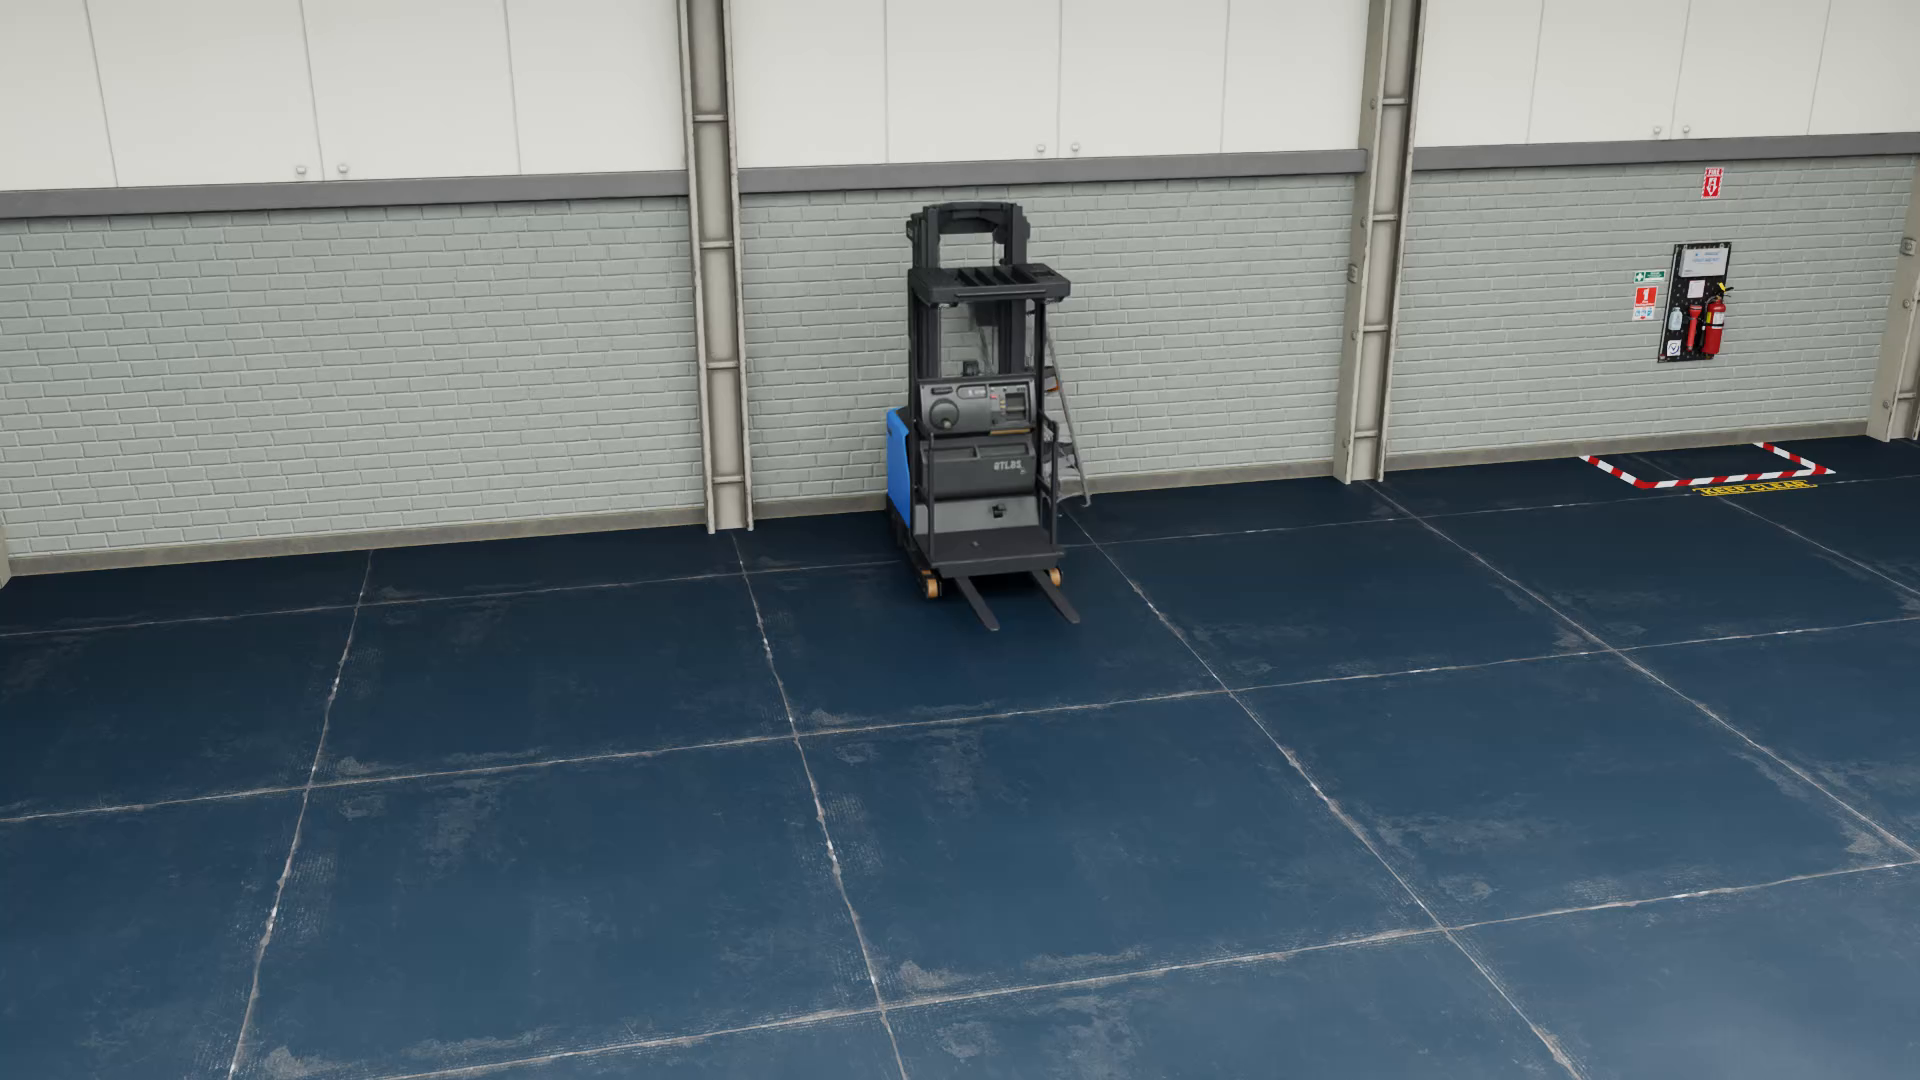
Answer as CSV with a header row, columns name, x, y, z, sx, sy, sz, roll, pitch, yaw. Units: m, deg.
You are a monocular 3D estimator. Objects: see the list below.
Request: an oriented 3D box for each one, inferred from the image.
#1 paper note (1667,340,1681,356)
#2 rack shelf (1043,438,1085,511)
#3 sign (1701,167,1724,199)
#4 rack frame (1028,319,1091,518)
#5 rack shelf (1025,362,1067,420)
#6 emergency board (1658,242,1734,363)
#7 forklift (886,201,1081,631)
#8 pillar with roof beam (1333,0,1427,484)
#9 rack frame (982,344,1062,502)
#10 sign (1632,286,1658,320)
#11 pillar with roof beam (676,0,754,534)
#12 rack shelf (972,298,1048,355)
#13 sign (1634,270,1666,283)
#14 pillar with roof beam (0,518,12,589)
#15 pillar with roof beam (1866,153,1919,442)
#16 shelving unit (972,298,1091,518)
name,x,y,z,sx,sy,sz,roll,pitch,yaw
paper note,7.046,-1.894,16.404,0.142,0.148,0.016,-5,21,-12
rack shelf,0.787,-0.588,14.685,0.431,0.518,0.480,-21,15,-24
sign,7.203,-3.419,15.918,0.199,0.298,0.001,-5,21,-12
rack frame,0.722,-1.236,14.303,0.400,2.100,0.015,-21,15,-24
rack shelf,0.614,-1.247,14.522,0.431,0.518,0.480,-21,15,-24
emergency board,7.234,-2.298,16.228,0.643,1.169,0.194,-5,21,-12
forklift,0.194,-1.054,12.931,1.130,2.935,3.031,-5,21,-13
pillar with roof beam,4.799,-3.382,10.464,0.400,9.000,9.100,-5,21,-12
rack frame,0.499,-1.284,14.735,0.400,2.100,0.015,-21,15,-24
sign,6.672,-2.306,16.196,0.234,0.329,0.001,-5,21,-12
pillar with roof beam,-1.040,-2.907,9.168,0.400,9.000,9.100,-5,21,-12
rack shelf,0.441,-1.905,14.360,0.431,0.518,0.480,-21,15,-24
sign,6.679,-2.552,16.098,0.331,0.109,0.001,-5,21,-12
pillar with roof beam,-6.879,-2.432,7.872,0.400,9.000,9.100,-5,21,-12
pillar with roof beam,10.638,-3.857,11.761,0.400,9.000,9.100,-5,21,-12
shelving unit,0.611,-1.260,14.519,0.431,2.100,0.503,-21,15,-24
